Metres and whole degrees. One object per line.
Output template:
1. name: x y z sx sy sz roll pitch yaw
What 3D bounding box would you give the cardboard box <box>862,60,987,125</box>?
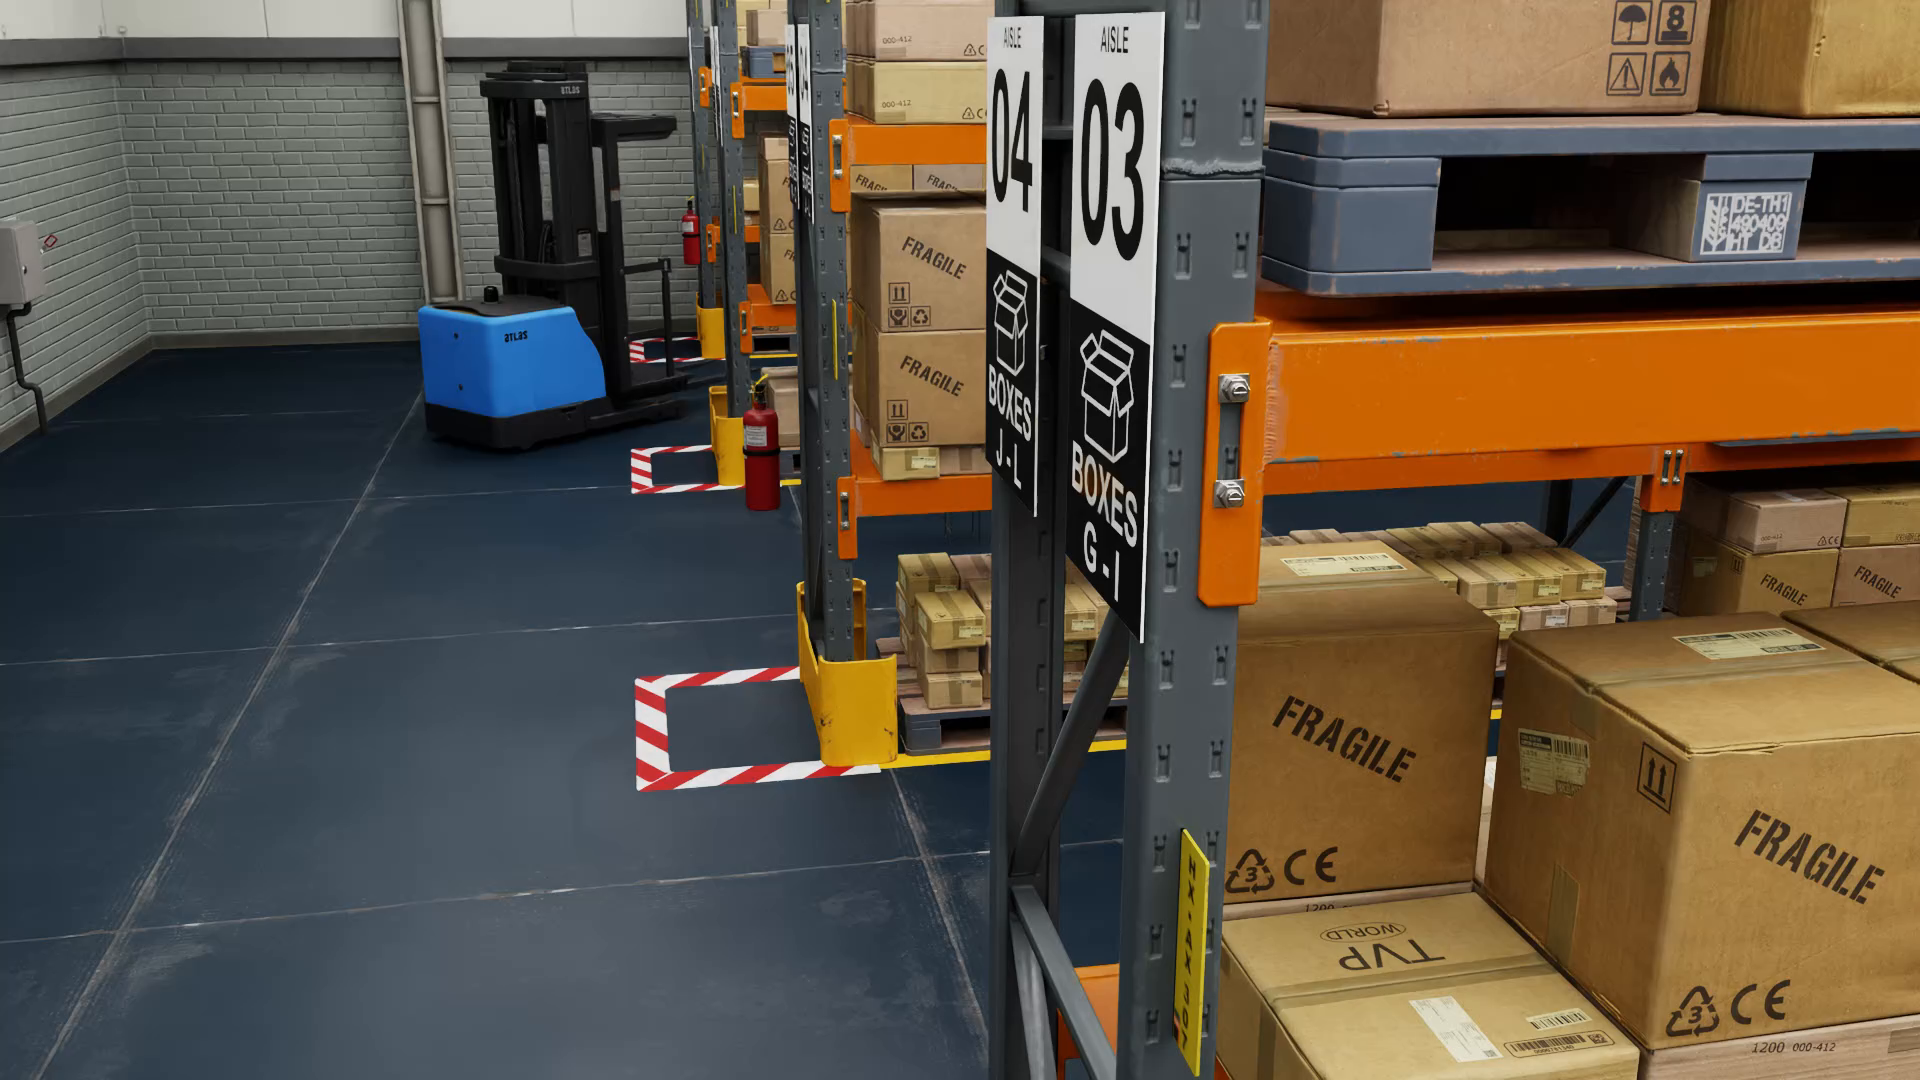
1. cardboard box: -0.138 -1.895 7.020 0.500 0.250 0.500 -3 17 -8

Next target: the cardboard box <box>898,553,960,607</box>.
1. cardboard box: -0.156 0.193 8.200 0.250 0.149 0.380 -3 17 -10

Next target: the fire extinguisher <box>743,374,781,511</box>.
1. fire extinguisher: -0.962 -0.485 8.050 0.183 0.674 0.296 -3 17 -10

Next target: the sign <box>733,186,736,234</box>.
1. sign: -1.566 -2.294 11.564 0.005 0.325 0.100 -3 17 -10

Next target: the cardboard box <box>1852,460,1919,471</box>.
1. cardboard box: 5.007 -0.341 9.080 0.500 0.250 0.500 -4 18 -13

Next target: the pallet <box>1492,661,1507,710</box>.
1. pallet: 2.647 0.576 8.576 1.213 0.211 1.003 -3 17 -10

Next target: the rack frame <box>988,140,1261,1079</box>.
1. rack frame: 0.214 0.854 2.923 0.127 3.000 1.000 -3 17 -10

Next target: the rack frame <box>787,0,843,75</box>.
1. rack frame: -0.627 -3.449 6.716 0.127 3.000 1.000 -3 17 -10

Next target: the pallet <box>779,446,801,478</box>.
1. pallet: -0.895 -0.737 12.852 1.213 0.211 1.003 -3 17 -10

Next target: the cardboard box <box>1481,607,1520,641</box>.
1. cardboard box: 2.528 0.363 8.154 0.250 0.149 0.380 -4 17 -12

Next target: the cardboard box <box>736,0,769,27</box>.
1. cardboard box: -2.128 -5.129 16.192 0.500 0.250 0.500 -3 17 -11

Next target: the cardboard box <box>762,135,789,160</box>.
1. cardboard box: -1.265 -2.779 11.772 0.250 0.149 0.380 -3 17 -9

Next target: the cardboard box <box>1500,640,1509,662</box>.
1. cardboard box: 2.709 0.468 8.319 0.250 0.149 0.380 -3 17 -9

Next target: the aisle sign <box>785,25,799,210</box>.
1. aisle sign: -0.756 -1.907 7.483 0.004 0.787 0.394 -3 17 -10

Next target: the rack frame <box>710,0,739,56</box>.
1. rack frame: -1.666 -4.871 11.343 0.127 3.000 1.000 -3 17 -10

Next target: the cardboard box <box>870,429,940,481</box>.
1. cardboard box: -0.247 -0.385 7.385 0.250 0.149 0.380 -3 17 -11

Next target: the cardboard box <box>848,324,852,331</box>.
1. cardboard box: -1.146 -2.483 17.328 0.500 0.500 0.700 -3 17 -8

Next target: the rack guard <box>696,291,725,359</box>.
1. rack guard: -2.536 -2.243 17.263 0.348 0.500 1.175 -3 17 -10

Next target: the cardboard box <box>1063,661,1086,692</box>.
1. cardboard box: 0.432 0.589 7.924 0.250 0.149 0.380 -3 17 -10

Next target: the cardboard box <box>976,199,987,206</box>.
1. cardboard box: 0.358 -1.228 7.321 0.500 0.500 0.500 -3 17 -9

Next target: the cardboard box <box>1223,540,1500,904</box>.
1. cardboard box: 0.643 0.322 3.126 0.500 0.500 0.500 -3 17 -10

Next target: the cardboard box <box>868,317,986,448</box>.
1. cardboard box: -0.134 -0.717 7.360 0.500 0.500 0.500 -2 17 -8

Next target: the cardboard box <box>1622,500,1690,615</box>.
1. cardboard box: 3.979 0.076 8.998 0.500 0.500 0.500 -4 17 -11

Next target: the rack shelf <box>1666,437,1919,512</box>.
1. rack shelf: 5.264 -0.572 8.790 4.000 0.370 1.077 -3 17 -10

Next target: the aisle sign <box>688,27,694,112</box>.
1. aisle sign: -2.622 -4.588 16.213 0.004 0.787 0.394 -3 17 -10

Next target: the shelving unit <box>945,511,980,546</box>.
1. shelving unit: 0.014 -0.574 10.638 0.189 1.200 0.258 -3 17 -10

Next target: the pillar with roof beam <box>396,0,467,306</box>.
1. pillar with roof beam: -4.613 -5.170 12.318 0.400 9.000 9.100 -3 17 -10

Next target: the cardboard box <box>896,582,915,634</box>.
1. cardboard box: -0.163 0.327 8.274 0.250 0.149 0.380 -4 17 -12

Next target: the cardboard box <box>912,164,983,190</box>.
1. cardboard box: -0.130 -2.535 12.083 0.500 0.500 0.500 -3 17 -11

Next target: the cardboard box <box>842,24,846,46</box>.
1. cardboard box: -0.844 -3.663 12.062 0.250 0.149 0.380 -5 18 -15

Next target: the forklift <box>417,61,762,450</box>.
1. forklift: -3.005 -2.473 13.872 1.130 2.935 3.031 13 21 37

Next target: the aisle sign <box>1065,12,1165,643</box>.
1. aisle sign: 0.201 -0.298 2.247 0.004 0.787 0.394 -3 17 -10

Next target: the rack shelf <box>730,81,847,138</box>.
1. rack shelf: 0.298 -3.204 12.252 4.000 0.370 1.077 -3 17 -10

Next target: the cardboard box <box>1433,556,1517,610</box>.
1. cardboard box: 2.514 0.210 8.147 0.250 0.149 0.380 -3 17 -11

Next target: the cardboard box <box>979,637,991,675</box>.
1. cardboard box: 0.215 0.484 7.761 0.250 0.149 0.380 -3 17 -11

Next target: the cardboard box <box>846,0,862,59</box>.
1. cardboard box: -0.223 -2.282 7.427 0.500 0.250 0.500 -4 17 -12

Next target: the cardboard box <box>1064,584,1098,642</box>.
1. cardboard box: 0.471 0.338 7.731 0.250 0.149 0.380 -3 17 -11

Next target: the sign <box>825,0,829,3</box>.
1. sign: -0.524 -2.277 6.519 0.005 0.325 0.100 -3 17 -10

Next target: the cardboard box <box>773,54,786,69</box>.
1. cardboard box: -1.746 -4.730 16.421 0.250 0.149 0.380 -3 17 -10

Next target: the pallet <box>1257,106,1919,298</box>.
1. pallet: 0.941 -0.582 2.640 1.213 0.211 1.003 -3 17 -10

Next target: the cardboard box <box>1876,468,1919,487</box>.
1. cardboard box: 5.100 -0.191 8.591 0.500 0.250 0.500 -3 17 -8

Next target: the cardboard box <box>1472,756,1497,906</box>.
1. cardboard box: 1.138 0.652 3.330 0.500 0.250 0.500 -4 17 -11

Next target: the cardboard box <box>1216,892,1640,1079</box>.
1. cardboard box: 0.737 0.834 2.735 0.500 0.250 0.500 -4 17 -12

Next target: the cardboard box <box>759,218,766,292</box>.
1. cardboard box: -1.242 -2.154 12.546 0.500 0.500 0.500 -3 17 -10

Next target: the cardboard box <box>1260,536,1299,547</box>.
1. cardboard box: 1.633 0.110 8.472 0.250 0.149 0.380 -4 18 -13

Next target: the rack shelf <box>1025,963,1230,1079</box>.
1. rack shelf: 2.178 1.086 3.391 4.000 0.370 1.077 -3 17 -10

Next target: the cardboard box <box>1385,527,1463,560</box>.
1. cardboard box: 2.402 0.059 8.637 0.250 0.149 0.380 -3 17 -11

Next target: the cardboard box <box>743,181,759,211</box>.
1. cardboard box: -2.114 -3.452 16.690 0.500 0.250 0.500 -3 17 -10
